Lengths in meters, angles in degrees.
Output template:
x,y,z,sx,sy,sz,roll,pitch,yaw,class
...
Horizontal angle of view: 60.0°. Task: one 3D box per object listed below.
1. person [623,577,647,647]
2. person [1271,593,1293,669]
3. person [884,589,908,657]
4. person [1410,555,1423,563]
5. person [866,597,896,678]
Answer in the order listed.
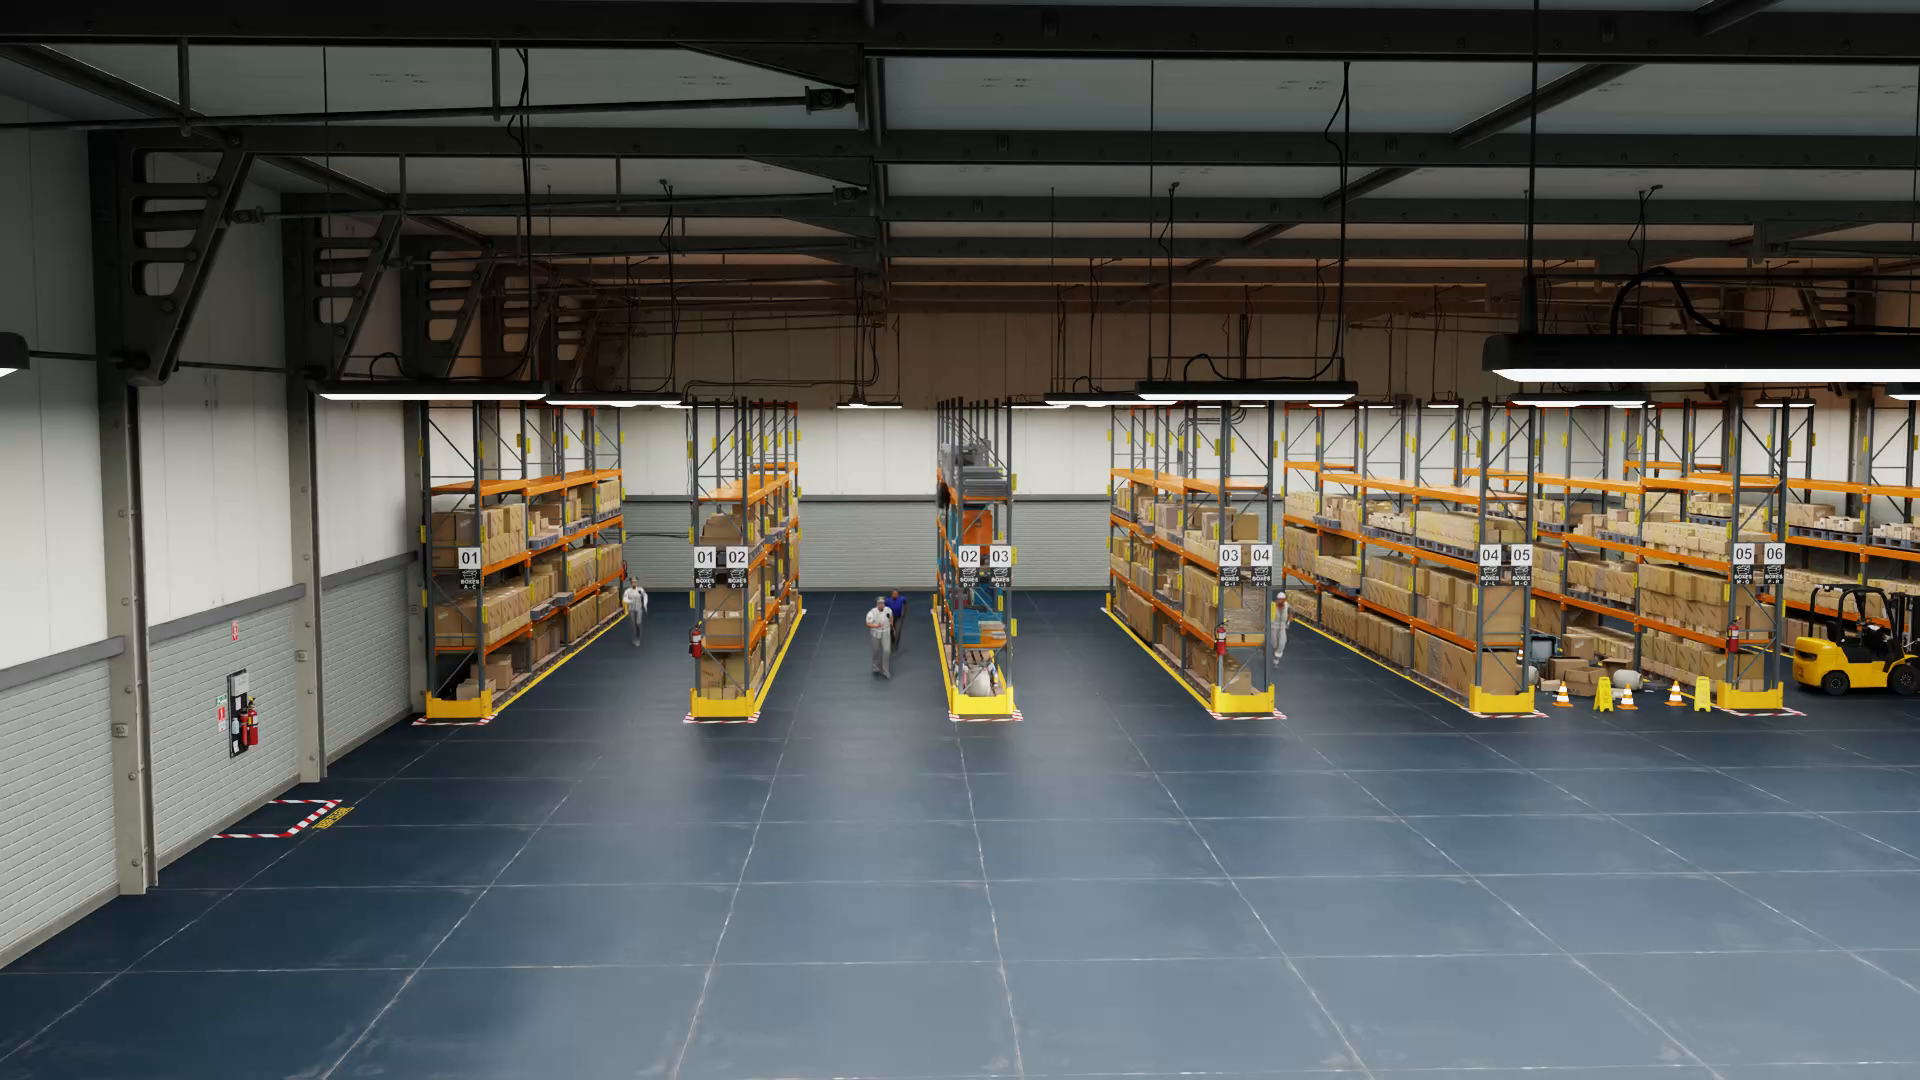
x,y,z,sx,sy,sz,roll,pitch,yaw,class
-7.934,1.749,40.597,0.556,1.738,0.812,0,4,-6,person
7.118,2.006,37.321,0.651,1.722,0.887,-1,5,-12,person
-1.532,1.921,39.271,0.599,1.620,0.945,-1,4,-7,person
13.798,0.985,50.233,0.851,1.783,0.633,-1,5,-15,person
-1.722,2.073,36.095,0.667,1.756,0.998,-1,4,-10,person
